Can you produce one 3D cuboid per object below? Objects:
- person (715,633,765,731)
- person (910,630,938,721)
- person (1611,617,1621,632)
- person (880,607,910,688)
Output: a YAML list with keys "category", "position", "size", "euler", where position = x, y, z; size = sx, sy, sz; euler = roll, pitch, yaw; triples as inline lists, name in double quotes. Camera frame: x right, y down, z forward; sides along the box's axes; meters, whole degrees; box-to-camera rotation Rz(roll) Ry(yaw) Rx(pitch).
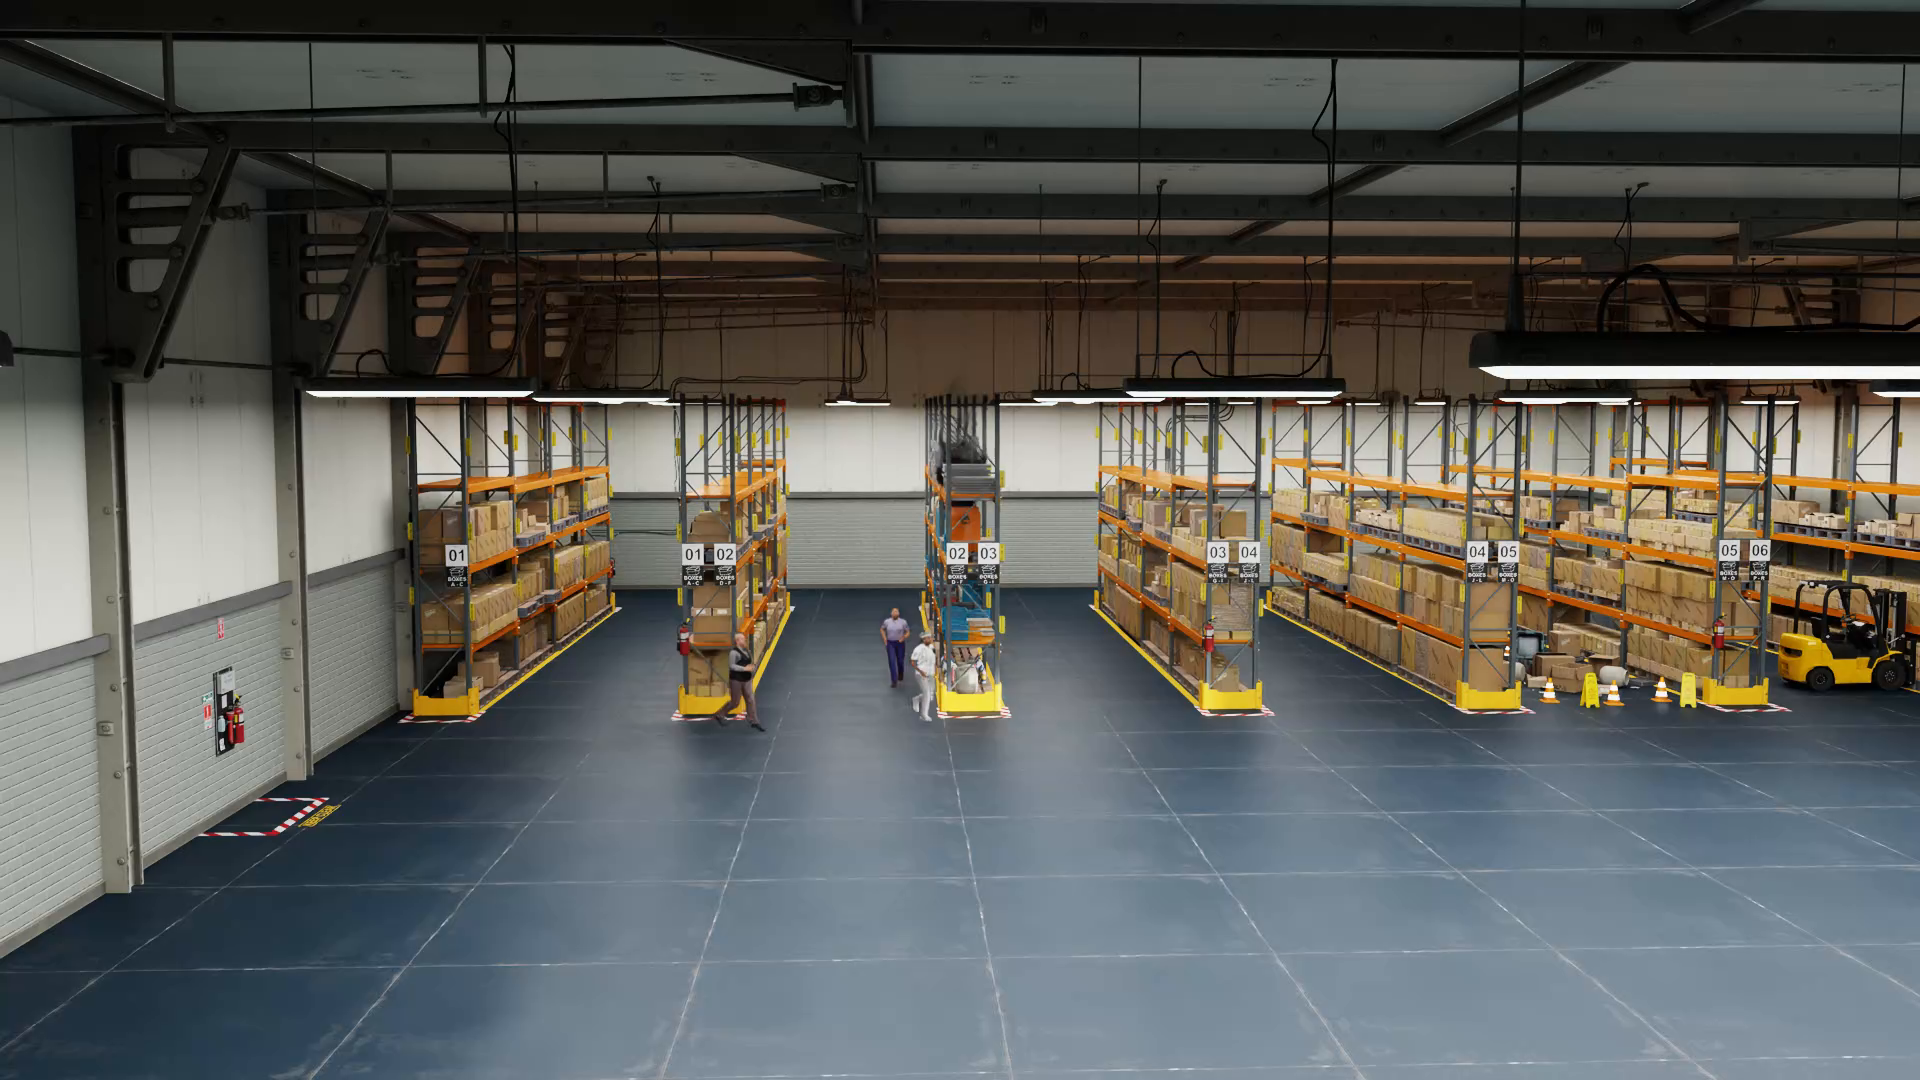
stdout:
- category: "person"
  position: [-3.906, 2.514, 29.462]
  size: [0.968, 1.733, 0.676]
  euler: [2, 5, 24]
- category: "person"
  position: [-0.670, 2.487, 30.745]
  size: [0.613, 1.667, 0.593]
  euler: [-4, 6, -42]
- category: "person"
  position: [16.106, 1.618, 40.738]
  size: [0.672, 1.849, 0.855]
  euler: [-1, 5, -9]
- category: "person"
  position: [-1.340, 2.206, 34.384]
  size: [0.613, 1.629, 0.705]
  euler: [0, 5, -2]
